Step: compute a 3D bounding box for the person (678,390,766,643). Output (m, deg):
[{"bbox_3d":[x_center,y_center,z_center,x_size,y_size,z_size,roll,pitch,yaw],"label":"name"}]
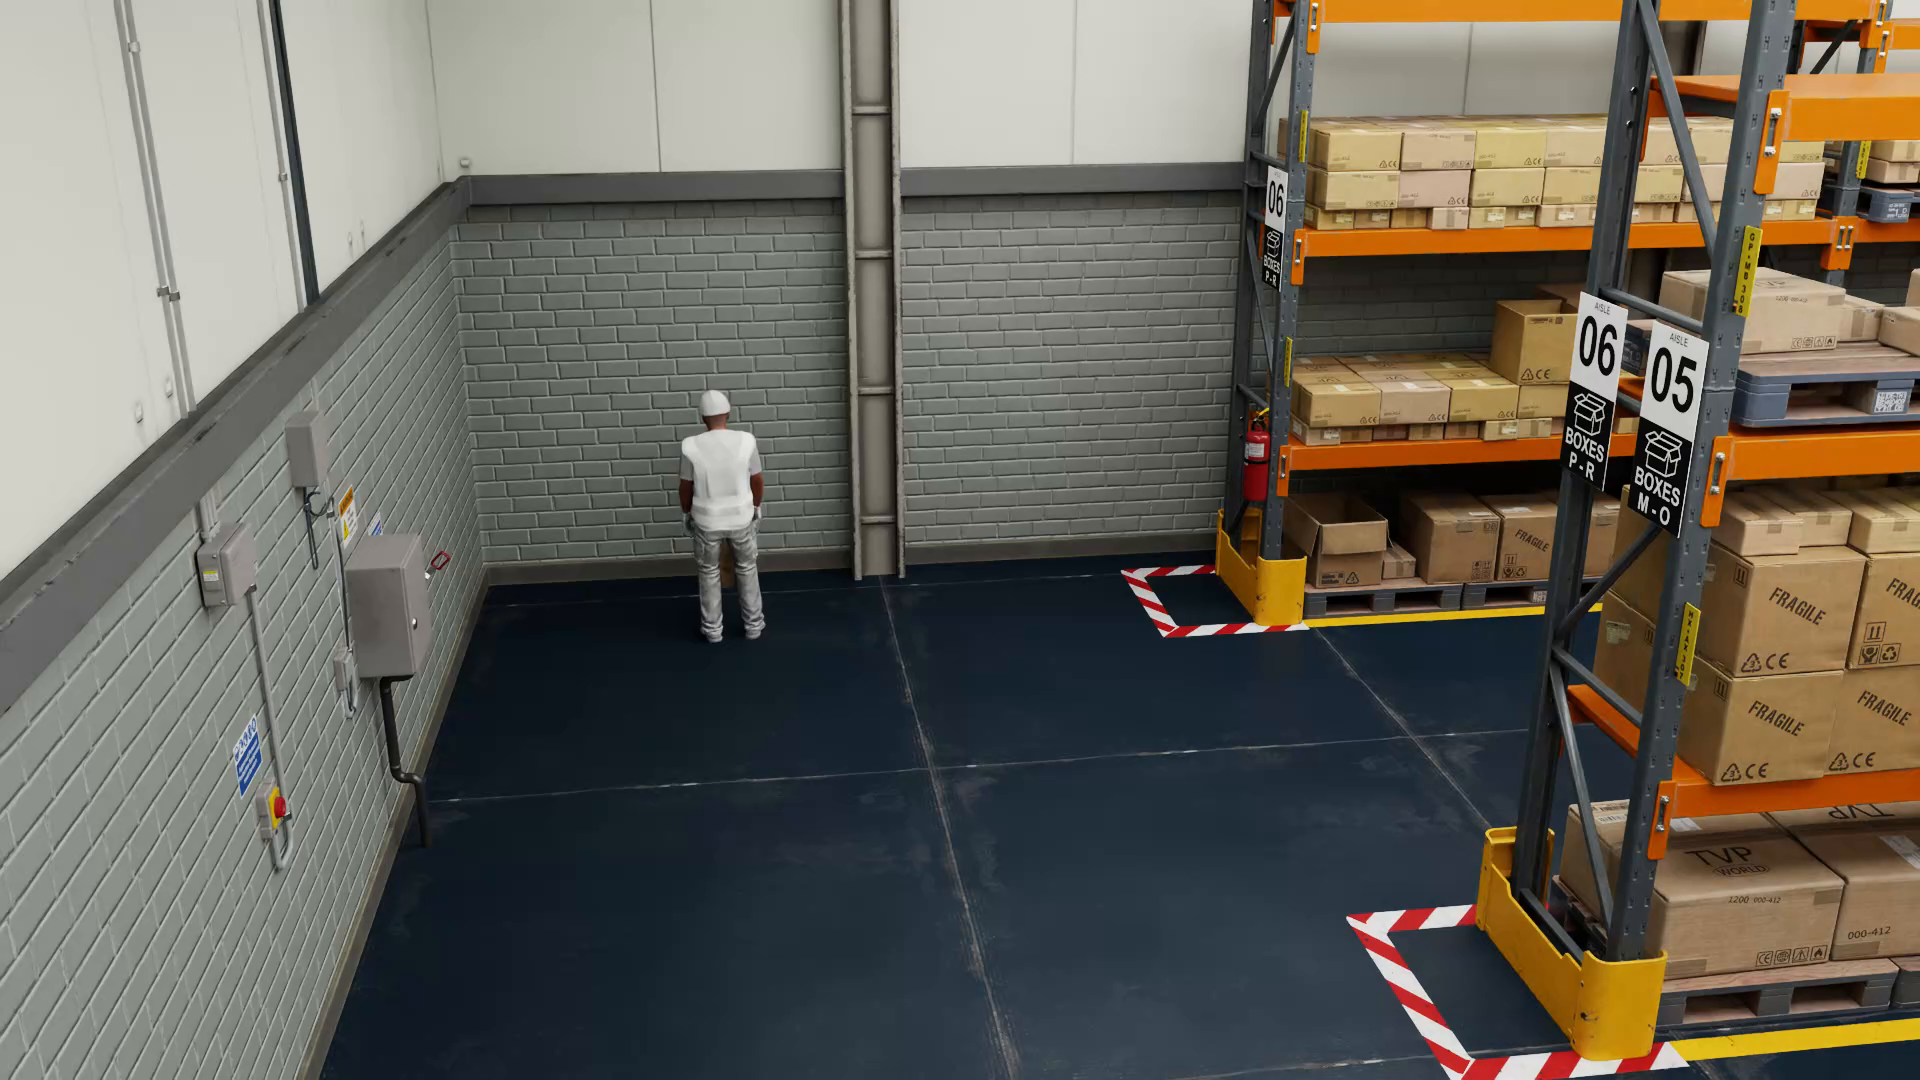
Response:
[{"bbox_3d":[-1.639,-0.156,11.482,0.581,1.778,0.422,-5,20,-13],"label":"person"}]
